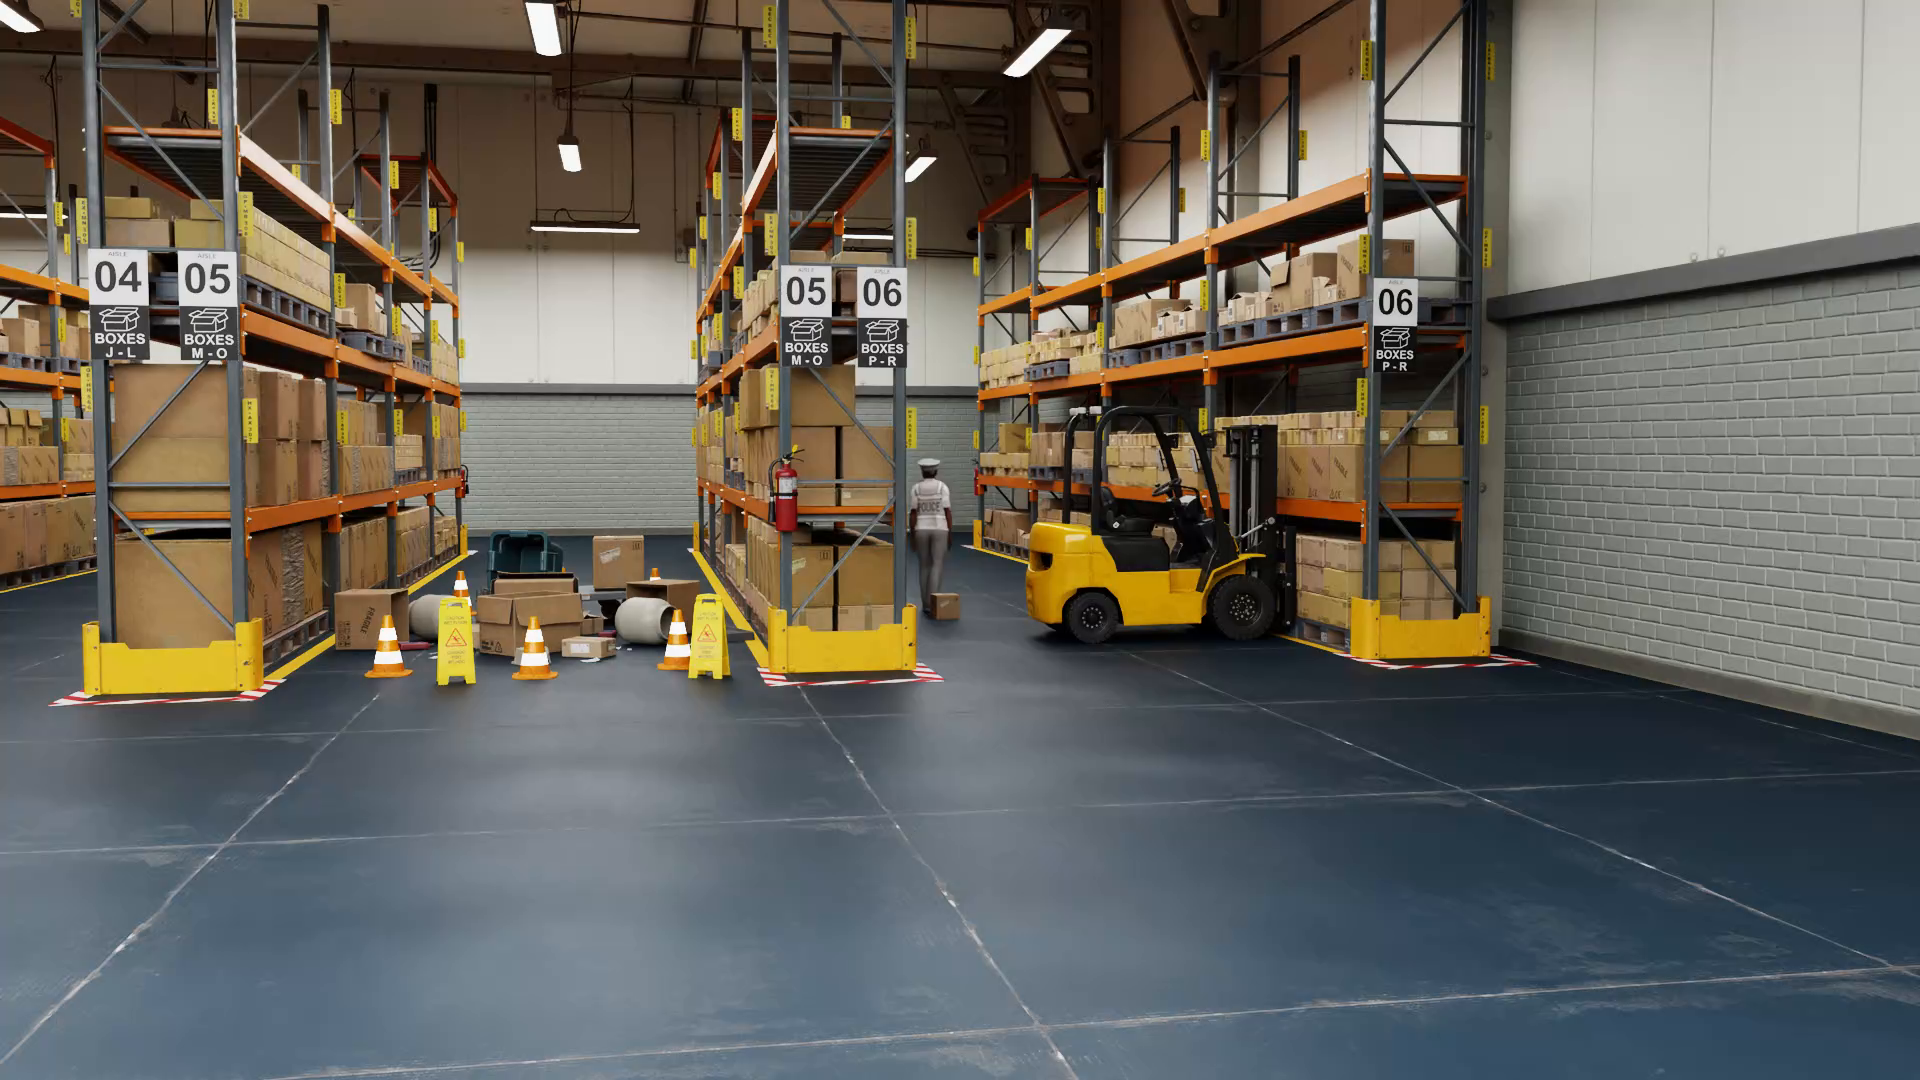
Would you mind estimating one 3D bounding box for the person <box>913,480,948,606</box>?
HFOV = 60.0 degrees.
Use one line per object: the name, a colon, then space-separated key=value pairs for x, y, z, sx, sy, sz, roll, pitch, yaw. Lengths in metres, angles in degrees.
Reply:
person: x=-0.319 y=0.036 z=17.929 sx=0.384 sy=1.363 sz=0.507 roll=1 pitch=3 yaw=15
